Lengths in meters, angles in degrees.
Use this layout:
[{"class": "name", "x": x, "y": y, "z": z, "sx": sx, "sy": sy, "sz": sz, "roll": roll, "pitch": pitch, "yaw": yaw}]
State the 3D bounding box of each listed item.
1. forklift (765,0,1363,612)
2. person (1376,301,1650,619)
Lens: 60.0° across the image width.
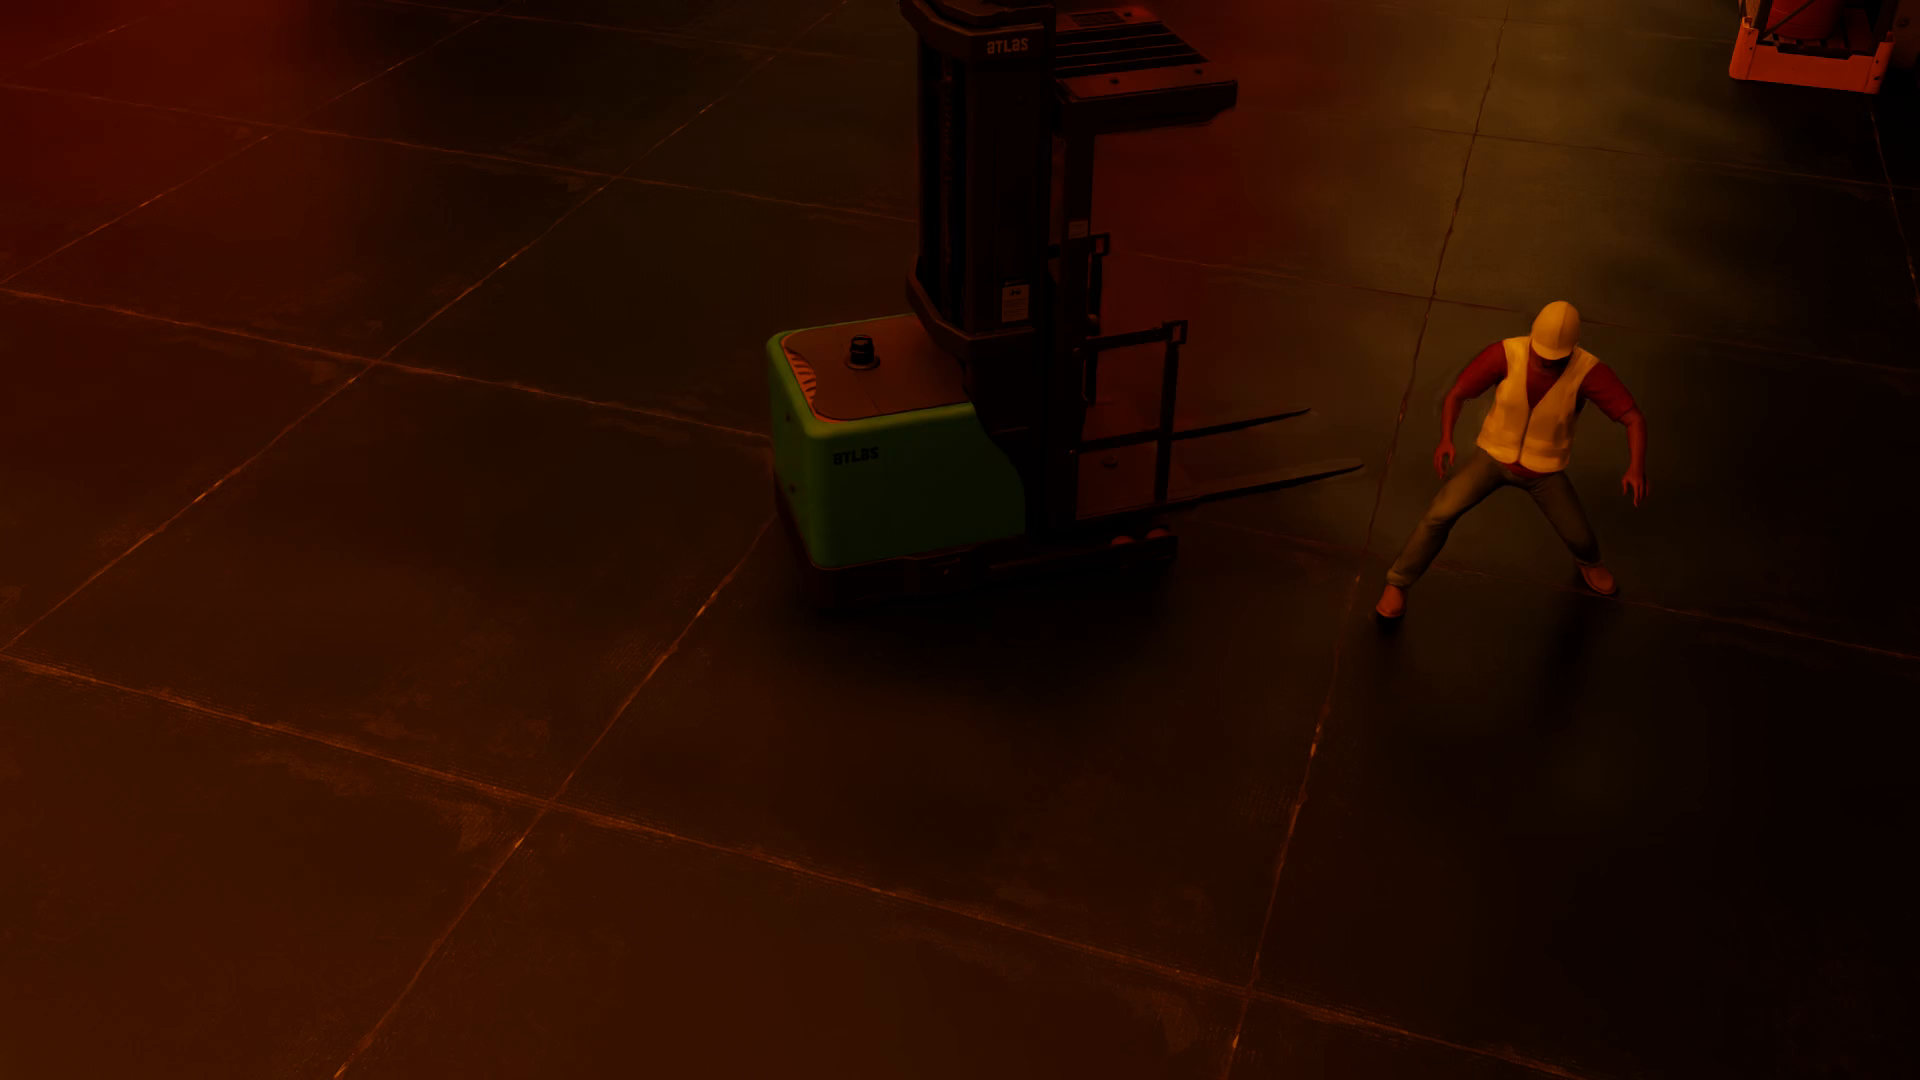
[{"class": "forklift", "x": 0.599, "y": -1.335, "z": 7.994, "sx": 3.031, "sy": 2.935, "sz": 1.130, "roll": -10, "pitch": 37, "yaw": -14}, {"class": "person", "x": 2.667, "y": -0.352, "z": 7.779, "sx": 1.053, "sy": 1.598, "sz": 0.993, "roll": 15, "pitch": 38, "yaw": 19}]
